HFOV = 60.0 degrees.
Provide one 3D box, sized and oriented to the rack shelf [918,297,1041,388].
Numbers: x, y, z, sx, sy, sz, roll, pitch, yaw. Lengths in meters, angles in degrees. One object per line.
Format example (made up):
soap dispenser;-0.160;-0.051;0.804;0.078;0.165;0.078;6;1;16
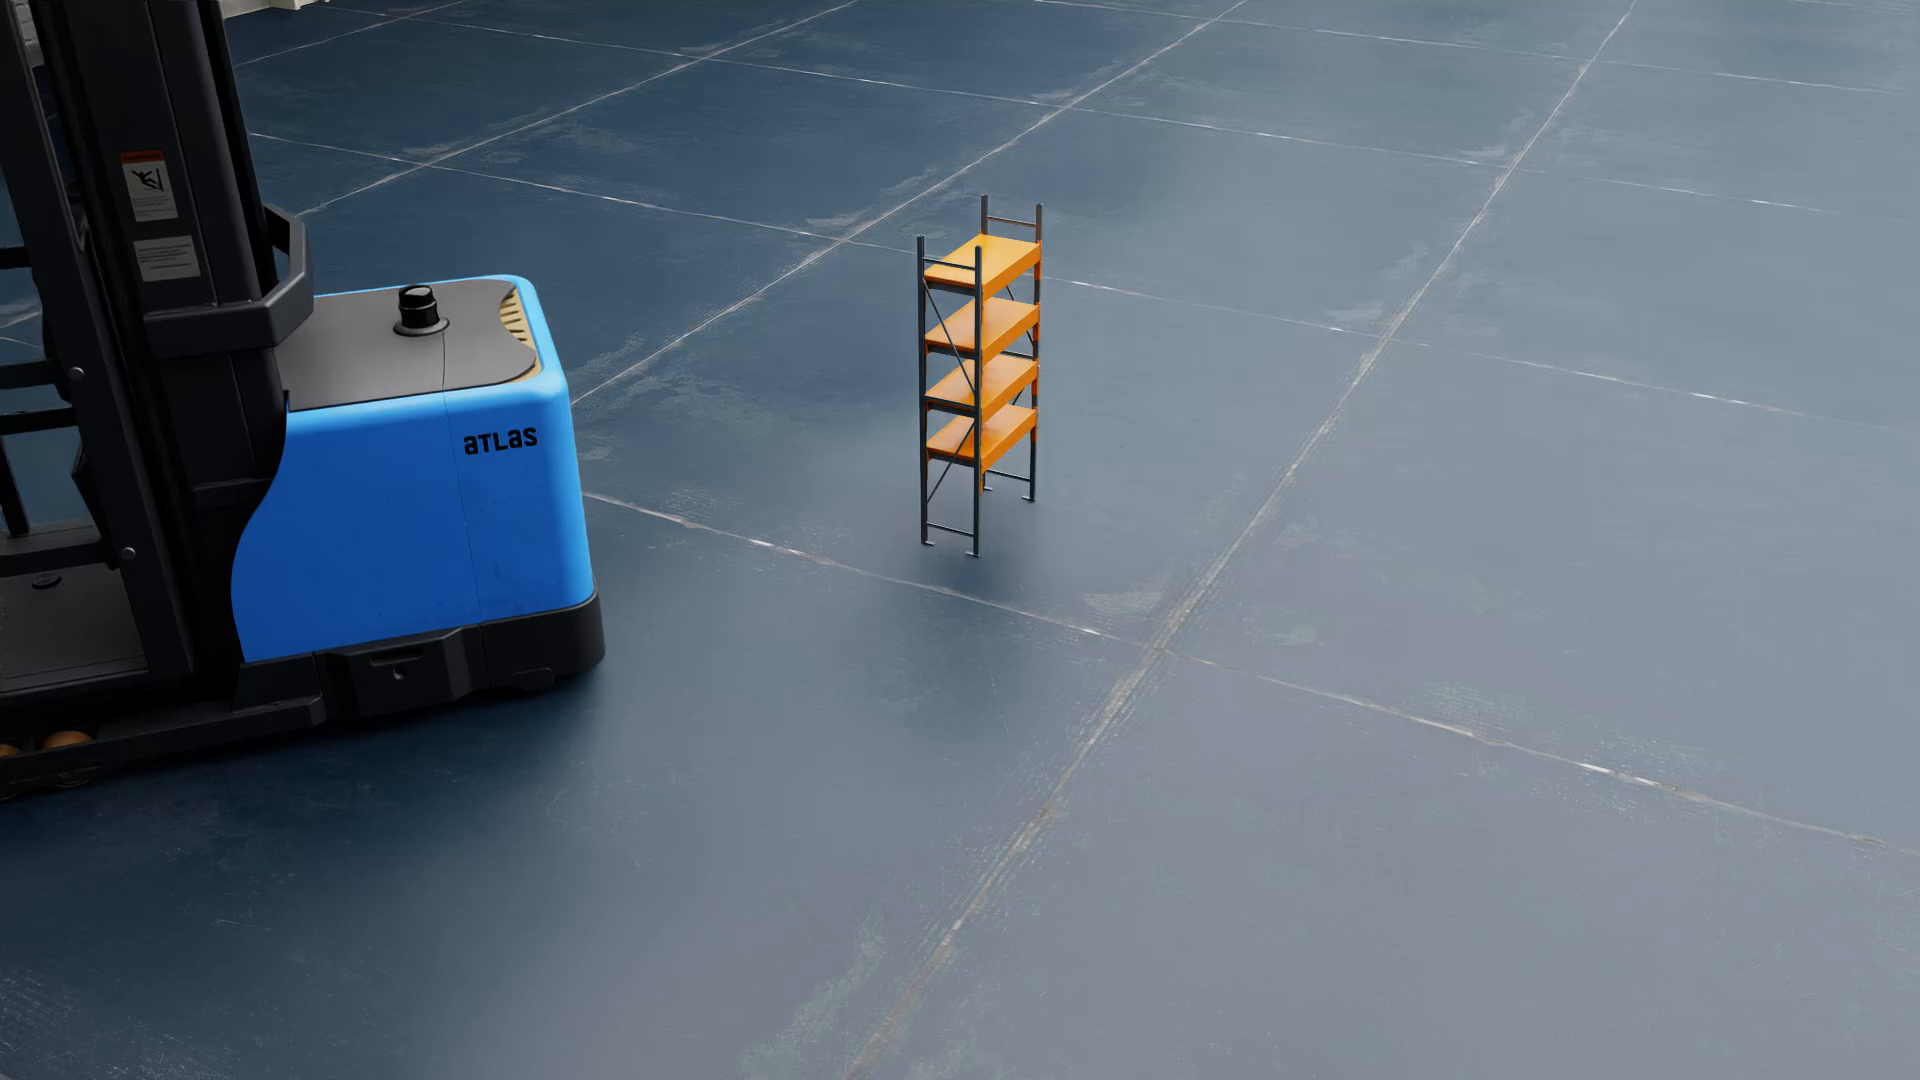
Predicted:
rack shelf;0.075;-0.729;6.001;0.258;0.148;0.480;14;33;23

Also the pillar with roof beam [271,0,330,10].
pillar with roof beam;-1.828;-7.526;10.319;9.100;9.000;0.400;14;33;23

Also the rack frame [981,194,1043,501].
rack frame;0.187;-0.702;6.267;0.240;1.200;0.015;14;33;23

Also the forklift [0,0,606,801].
forklift;-2.737;-0.798;4.696;3.031;2.935;1.130;-10;31;-17

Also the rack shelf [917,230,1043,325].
rack shelf;0.075;-0.934;5.883;0.258;0.148;0.480;14;33;23

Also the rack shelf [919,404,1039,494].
rack shelf;0.075;-0.363;6.211;0.258;0.148;0.480;14;33;23

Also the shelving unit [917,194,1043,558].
shelving unit;0.075;-0.594;6.079;0.258;1.200;0.503;14;33;23

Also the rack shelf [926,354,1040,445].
rack shelf;0.075;-0.535;6.113;0.258;0.148;0.480;14;33;23

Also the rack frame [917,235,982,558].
rack frame;-0.036;-0.486;5.891;0.240;1.200;0.015;14;33;23
